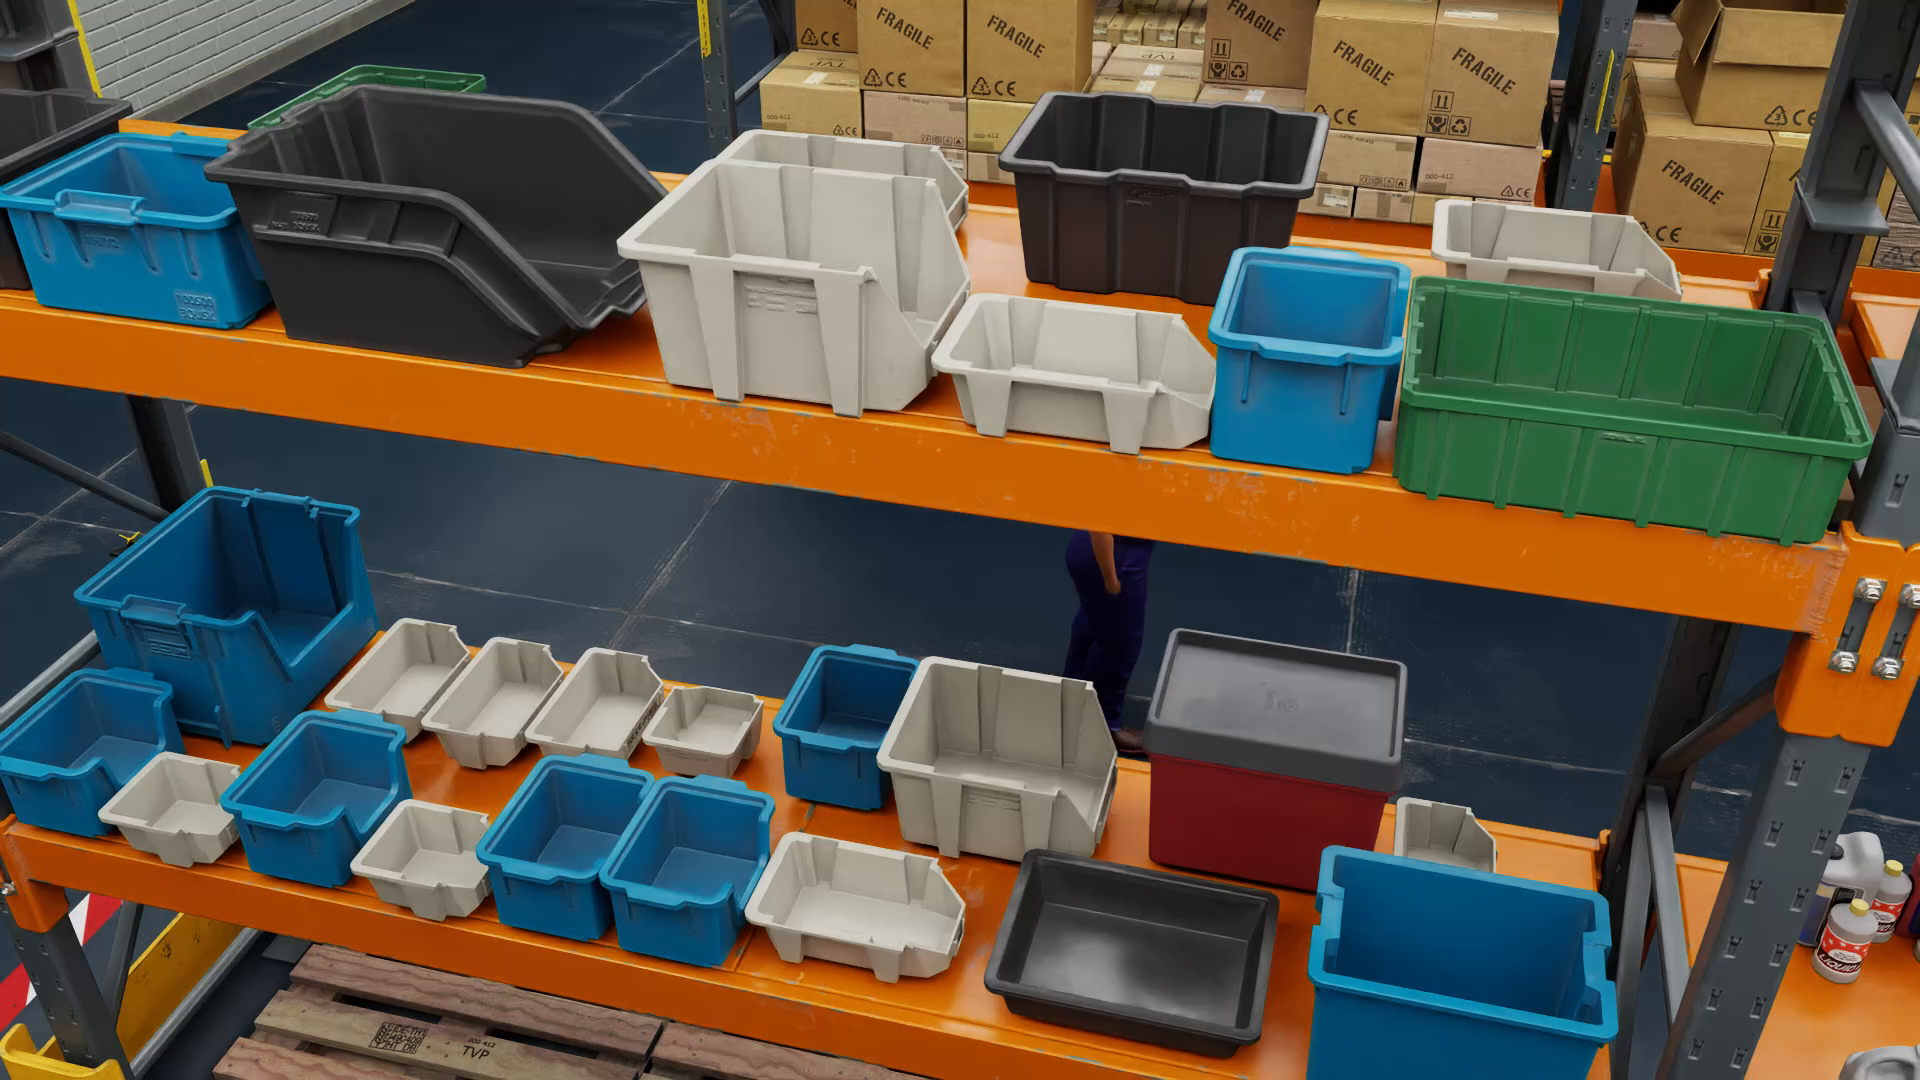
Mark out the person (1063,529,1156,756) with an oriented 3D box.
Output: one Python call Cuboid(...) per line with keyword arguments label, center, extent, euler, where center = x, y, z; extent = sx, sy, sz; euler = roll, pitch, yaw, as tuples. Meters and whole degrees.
Cuboid(label="person", center=(0.575, 0.042, 6.124), extent=(0.449, 1.688, 0.473), euler=(9, 34, 13))
